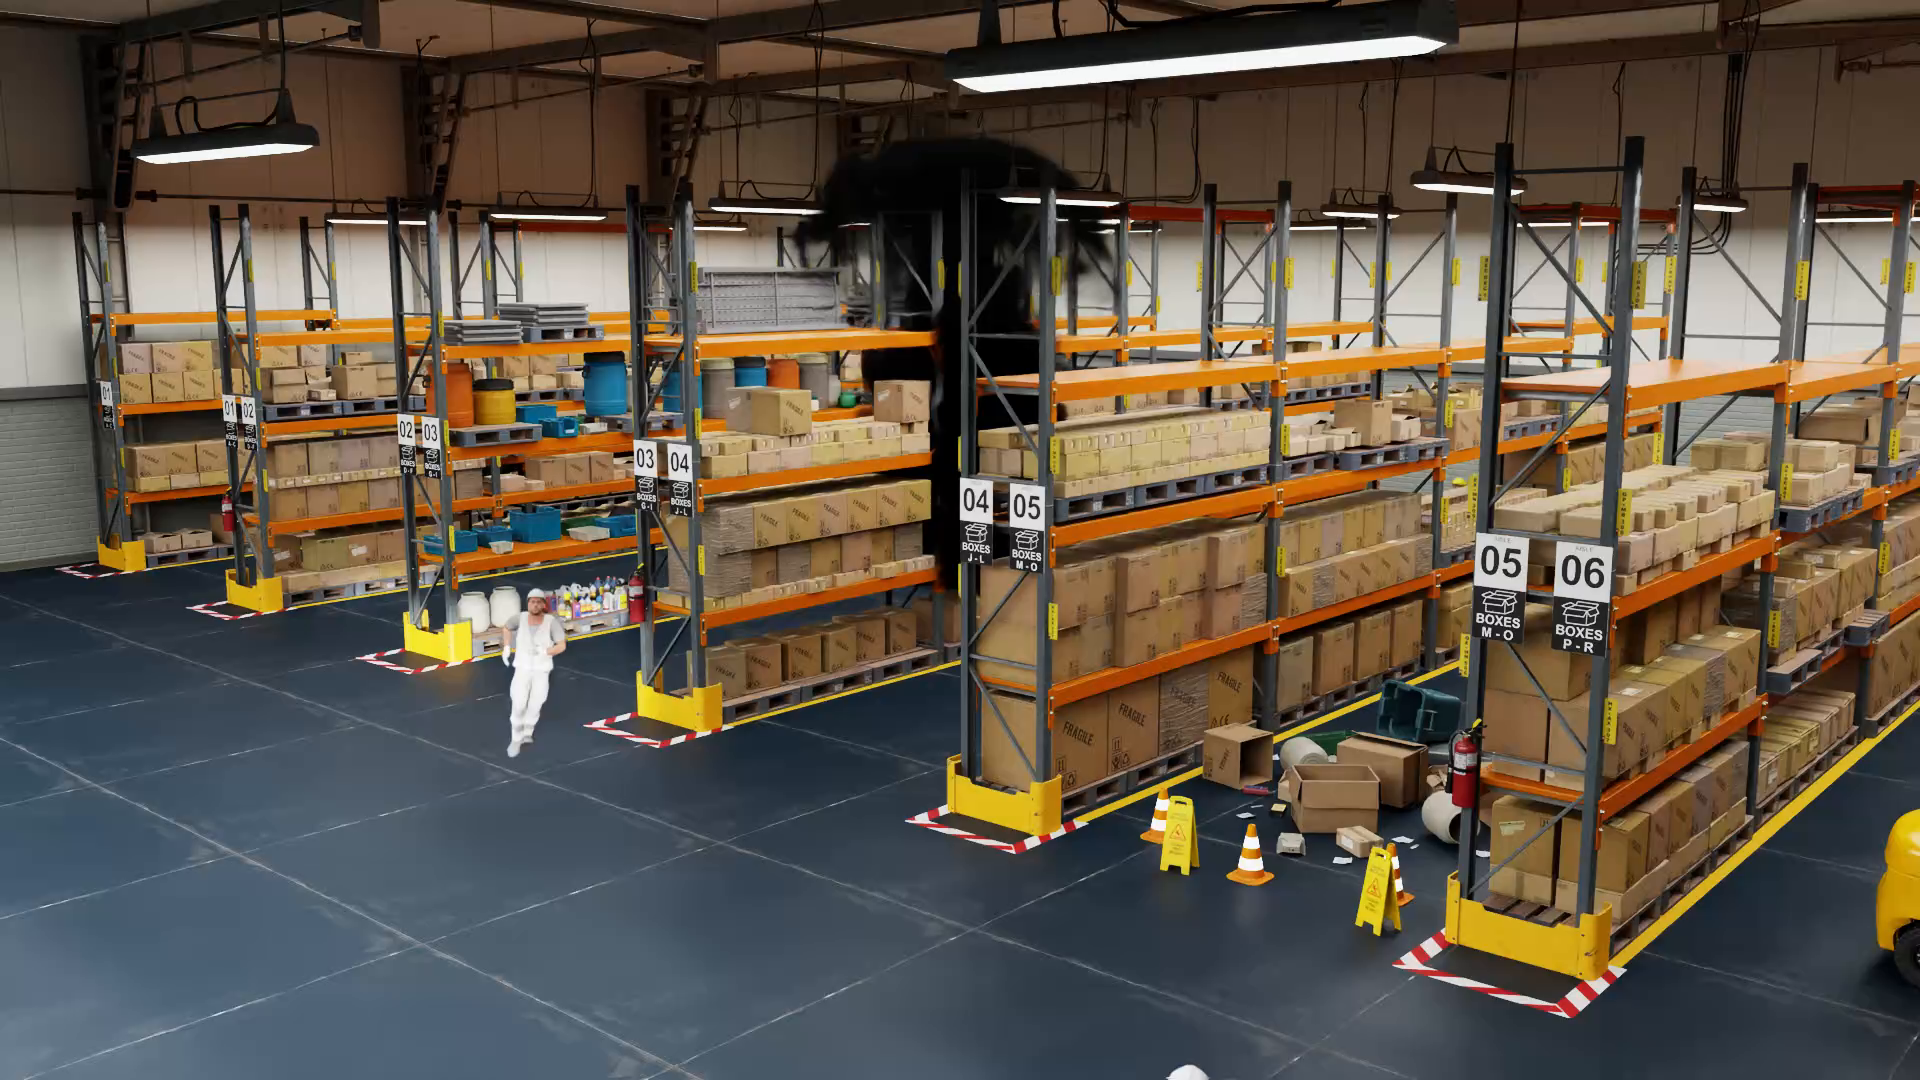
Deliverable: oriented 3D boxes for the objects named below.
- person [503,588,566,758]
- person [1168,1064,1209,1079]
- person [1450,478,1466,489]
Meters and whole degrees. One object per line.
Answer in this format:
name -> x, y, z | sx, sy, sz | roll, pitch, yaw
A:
person -> -4.509, 1.387, 17.655 | 0.656, 1.781, 0.693 | -2, 10, -14
person -> 0.998, 3.132, 7.193 | 0.682, 1.776, 0.666 | 2, 10, 13
person -> 8.068, -0.150, 26.867 | 0.773, 1.716, 0.725 | -8, 12, -40
